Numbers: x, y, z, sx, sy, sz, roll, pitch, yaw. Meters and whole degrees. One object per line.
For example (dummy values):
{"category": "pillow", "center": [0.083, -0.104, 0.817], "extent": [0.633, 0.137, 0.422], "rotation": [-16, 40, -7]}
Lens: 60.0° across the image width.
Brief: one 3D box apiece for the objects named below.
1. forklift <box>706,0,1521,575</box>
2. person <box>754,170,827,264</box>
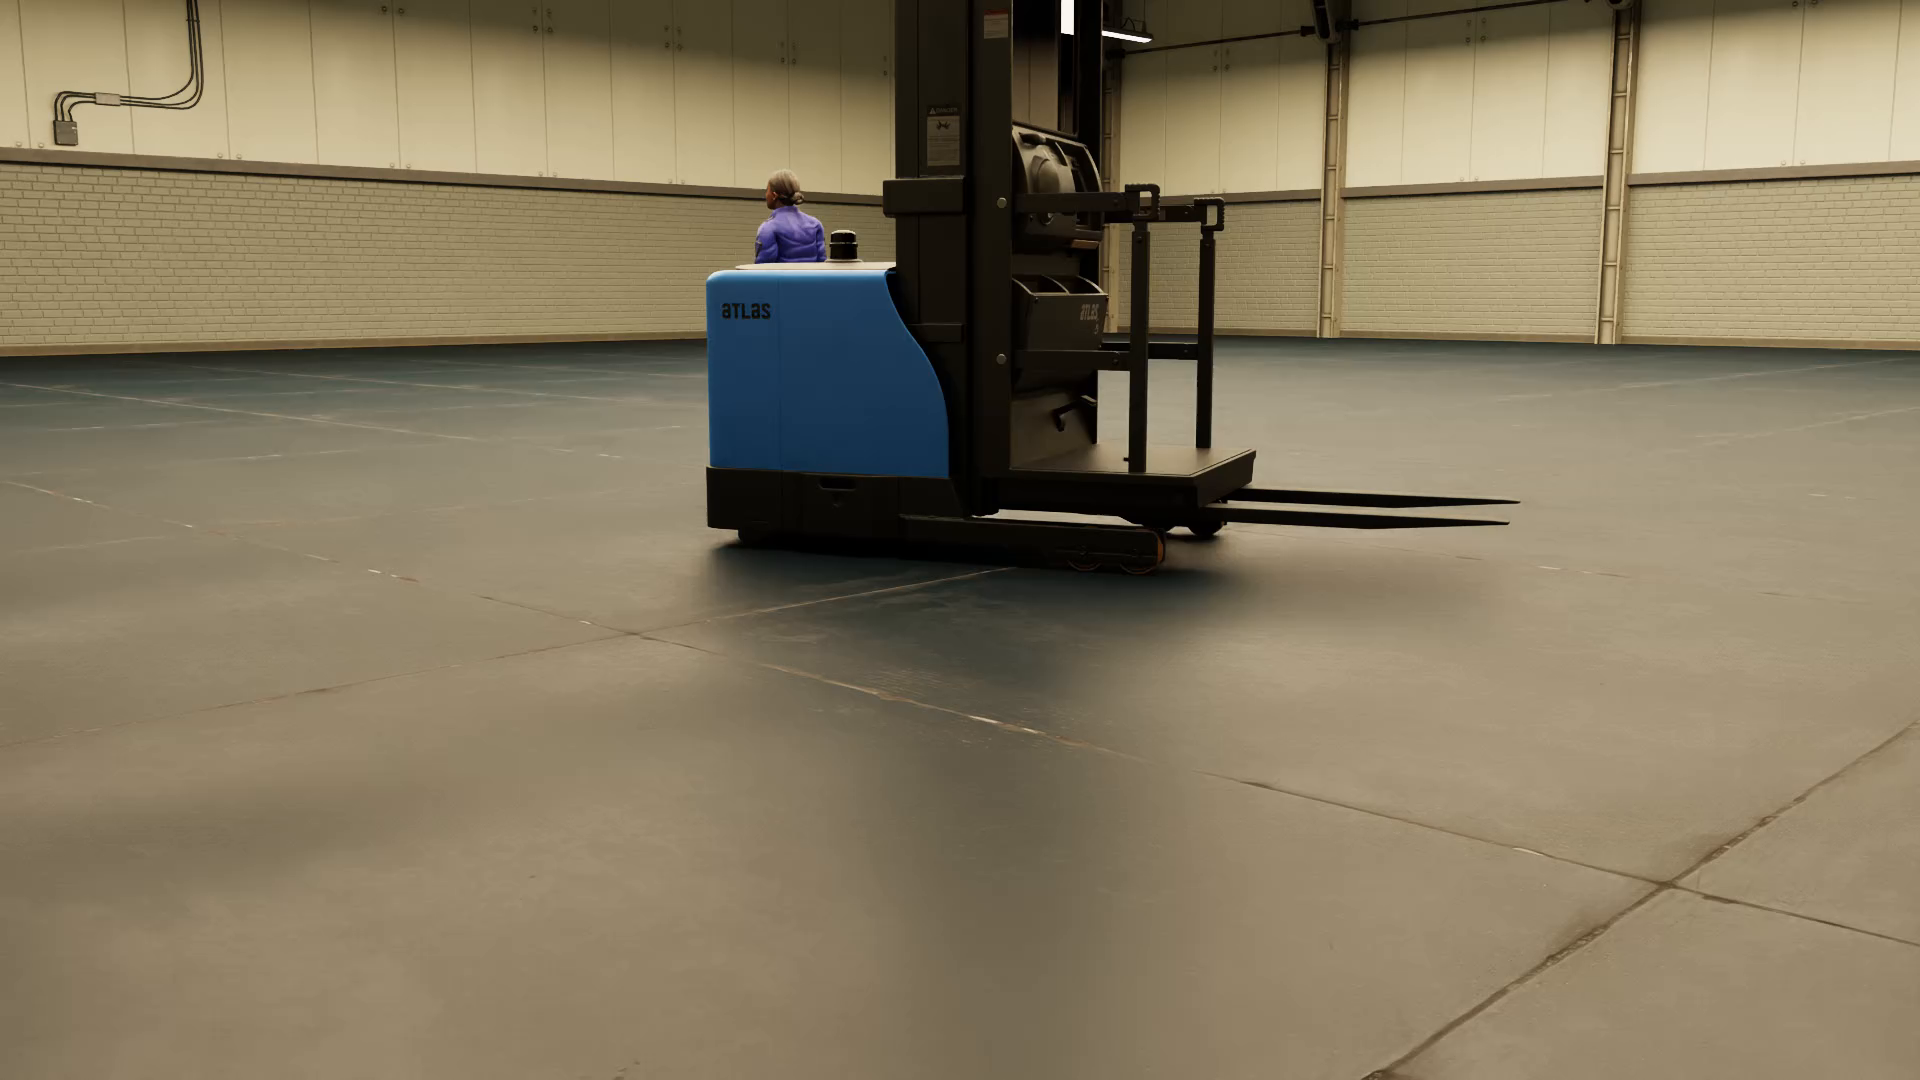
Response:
{"category": "forklift", "center": [0.565, -1.416, 6.275], "extent": [3.031, 2.935, 1.130], "rotation": [3, 9, 22]}
{"category": "person", "center": [-1.030, -1.266, 9.519], "extent": [0.569, 1.654, 0.504], "rotation": [-8, 12, -42]}
